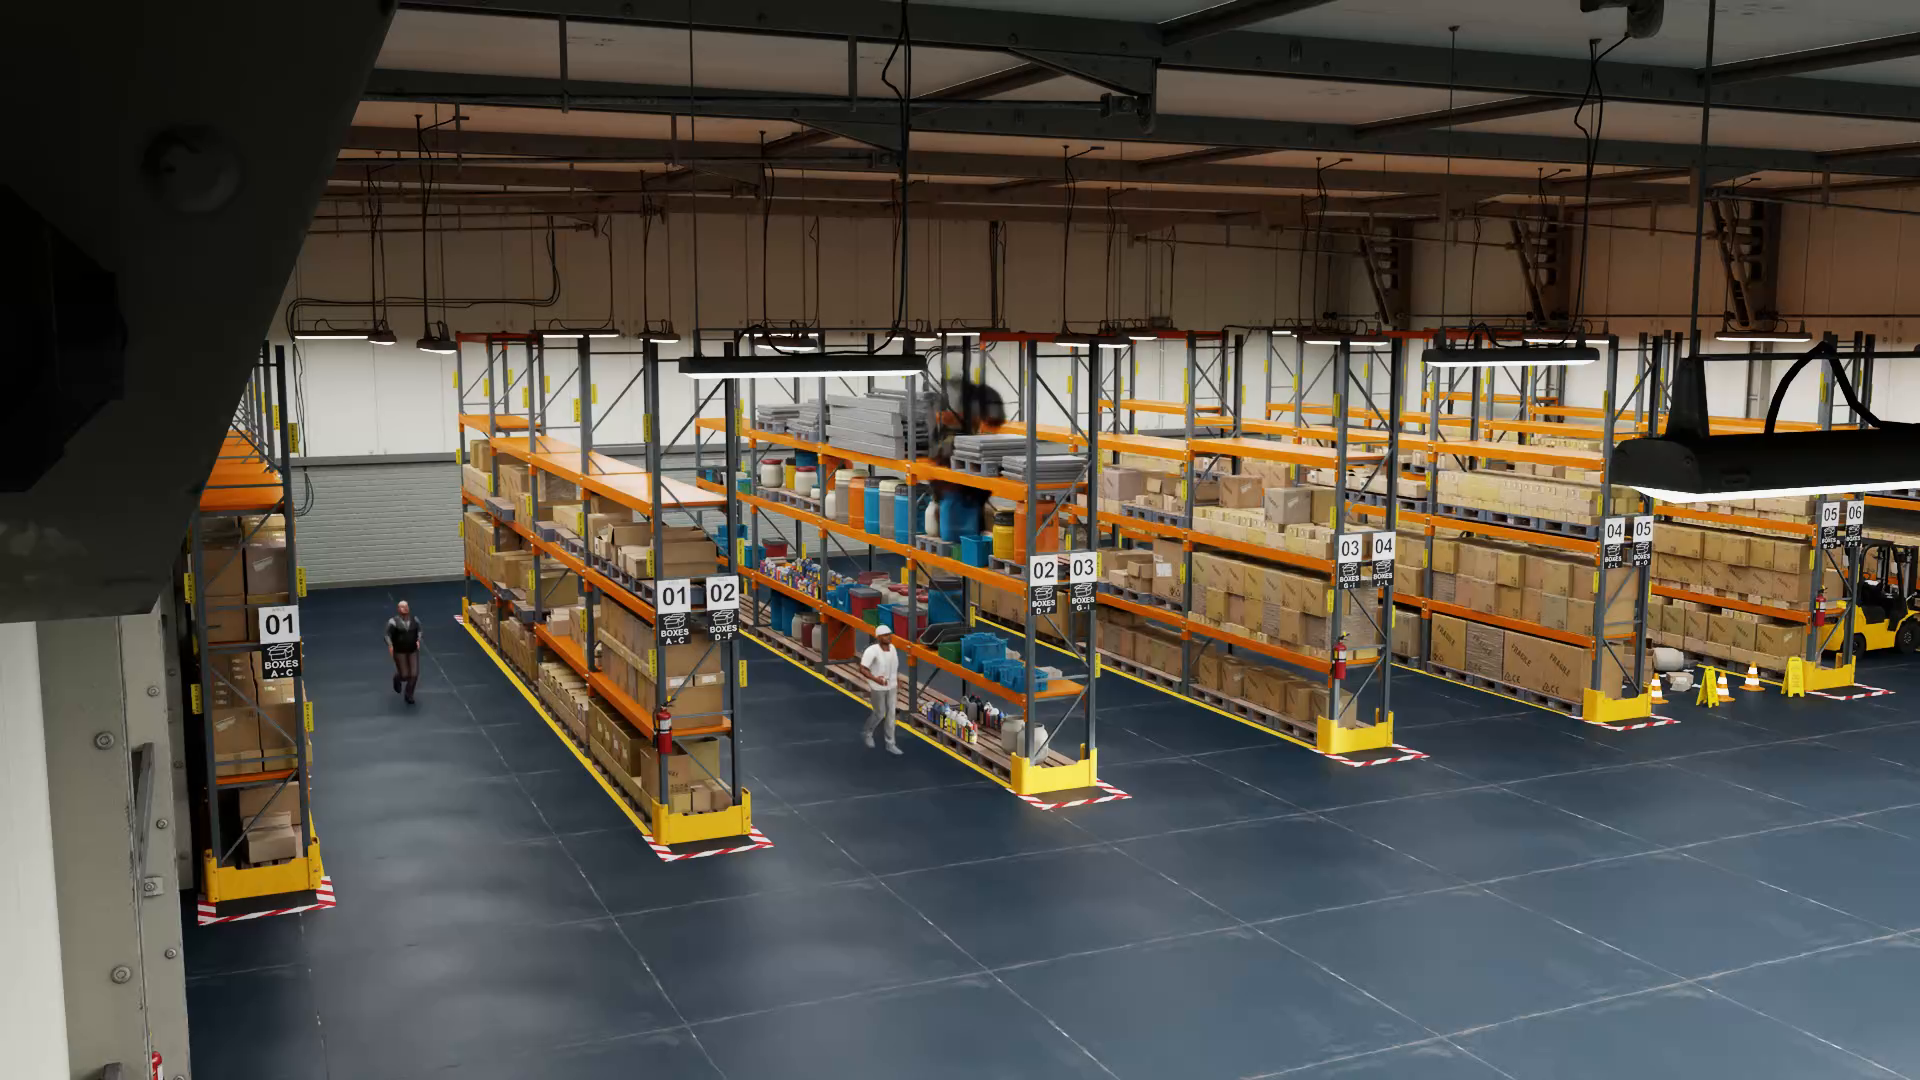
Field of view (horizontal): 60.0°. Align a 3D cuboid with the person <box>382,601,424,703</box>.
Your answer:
[{"bbox_3d":[-9.114,1.837,27.325,0.660,1.680,0.585,-5,9,-34],"label":"person"}]

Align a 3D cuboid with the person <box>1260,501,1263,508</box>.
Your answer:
[{"bbox_3d":[7.848,-0.499,44.048,0.929,1.749,0.748,1,8,5],"label":"person"}]

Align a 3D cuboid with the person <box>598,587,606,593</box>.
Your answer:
[{"bbox_3d":[-7.517,0.924,34.301,0.526,1.613,0.698,-4,9,-26],"label":"person"}]

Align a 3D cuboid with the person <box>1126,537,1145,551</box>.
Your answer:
[{"bbox_3d":[4.391,-0.139,41.746,0.533,1.706,0.698,4,8,24],"label":"person"}]

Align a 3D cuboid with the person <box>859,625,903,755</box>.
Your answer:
[{"bbox_3d":[-1.081,2.066,23.171,0.703,1.784,0.796,-6,10,-39],"label":"person"}]
